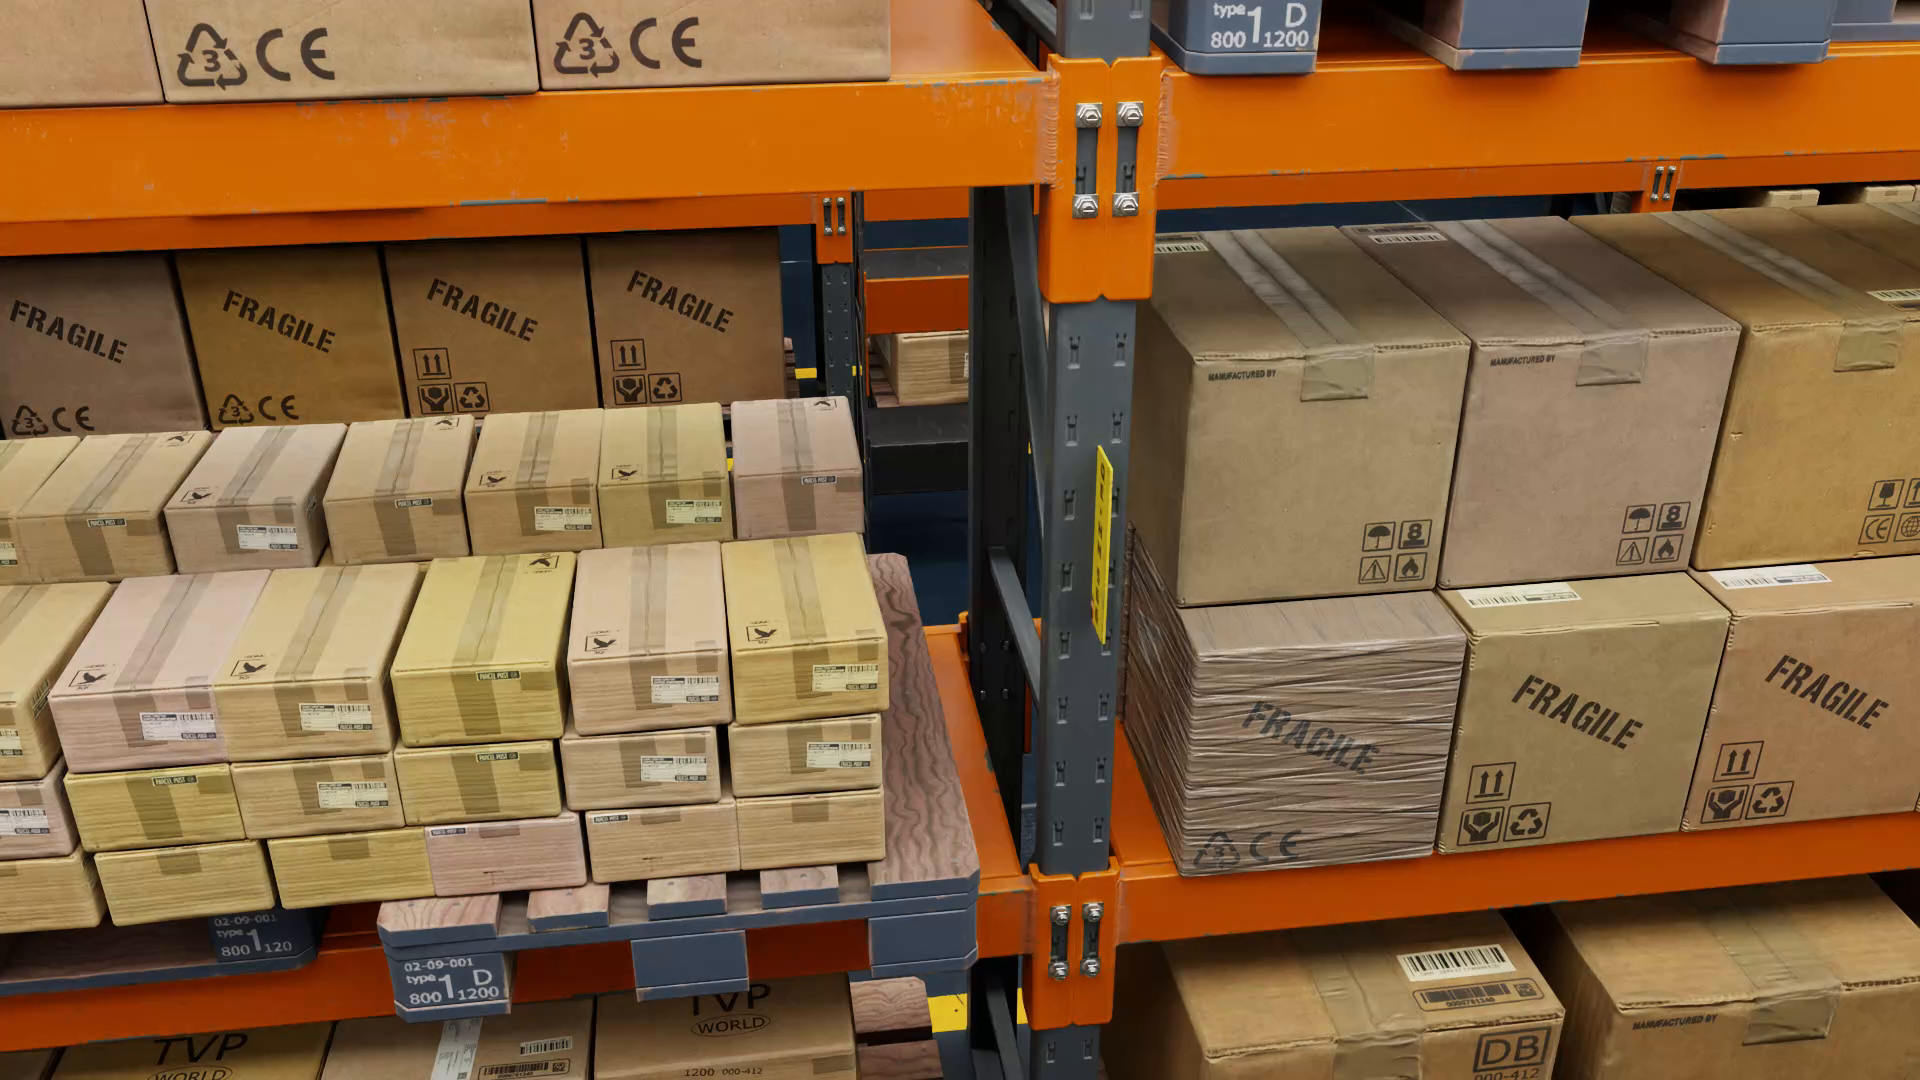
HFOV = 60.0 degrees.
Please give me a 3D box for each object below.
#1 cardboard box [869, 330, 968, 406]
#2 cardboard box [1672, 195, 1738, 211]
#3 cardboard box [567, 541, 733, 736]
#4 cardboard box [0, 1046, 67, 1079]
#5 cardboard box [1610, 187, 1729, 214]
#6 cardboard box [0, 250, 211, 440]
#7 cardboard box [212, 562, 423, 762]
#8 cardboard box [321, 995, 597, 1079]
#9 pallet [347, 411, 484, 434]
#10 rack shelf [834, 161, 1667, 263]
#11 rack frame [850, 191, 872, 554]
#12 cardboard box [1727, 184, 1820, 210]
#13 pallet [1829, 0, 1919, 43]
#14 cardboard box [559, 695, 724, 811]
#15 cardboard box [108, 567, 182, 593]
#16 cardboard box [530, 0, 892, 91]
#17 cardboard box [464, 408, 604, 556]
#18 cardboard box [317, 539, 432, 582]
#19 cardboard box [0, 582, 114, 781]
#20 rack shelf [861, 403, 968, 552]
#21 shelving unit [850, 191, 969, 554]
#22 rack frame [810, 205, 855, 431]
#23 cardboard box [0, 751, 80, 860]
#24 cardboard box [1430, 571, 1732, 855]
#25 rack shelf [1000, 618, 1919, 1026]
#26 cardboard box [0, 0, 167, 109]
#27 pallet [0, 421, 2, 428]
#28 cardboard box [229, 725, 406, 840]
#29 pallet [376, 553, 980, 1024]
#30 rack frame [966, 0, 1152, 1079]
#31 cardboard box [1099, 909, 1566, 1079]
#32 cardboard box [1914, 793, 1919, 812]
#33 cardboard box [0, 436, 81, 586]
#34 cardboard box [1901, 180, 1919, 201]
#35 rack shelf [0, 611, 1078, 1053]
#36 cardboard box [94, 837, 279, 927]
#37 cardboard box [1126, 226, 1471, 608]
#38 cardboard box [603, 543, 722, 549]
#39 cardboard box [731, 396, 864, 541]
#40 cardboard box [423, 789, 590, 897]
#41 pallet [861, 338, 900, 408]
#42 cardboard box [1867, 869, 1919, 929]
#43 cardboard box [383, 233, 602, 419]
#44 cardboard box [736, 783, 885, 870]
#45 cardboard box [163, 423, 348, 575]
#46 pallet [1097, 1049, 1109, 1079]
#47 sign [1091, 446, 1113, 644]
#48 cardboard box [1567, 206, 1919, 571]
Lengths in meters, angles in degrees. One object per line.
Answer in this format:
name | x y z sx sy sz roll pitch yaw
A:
cardboard box | -0.079 -1.035 8.401 0.625 0.372 0.950 -5 28 -11
cardboard box | 3.943 -1.453 8.527 0.500 0.500 0.500 -2 27 -5
cardboard box | -0.521 0.159 2.819 0.250 0.149 0.380 -4 27 -8
cardboard box | -2.010 1.098 3.281 0.500 0.250 0.500 -3 27 -5
cardboard box | 3.869 -1.697 9.002 0.500 0.500 0.500 -4 27 -8
cardboard box | -3.998 -1.049 7.876 0.875 0.875 0.875 -3 27 -6
cardboard box | -1.044 0.194 2.750 0.250 0.149 0.380 -3 27 -6
cardboard box | -0.990 1.036 3.402 0.500 0.250 0.500 -3 27 -6
pallet | -2.637 -0.653 8.292 1.213 0.211 1.003 -4 27 -7
rack shelf | 1.340 -1.793 8.248 4.000 0.370 1.077 -4 27 -7
rack frame | -0.406 -0.908 6.720 0.015 2.100 0.400 -4 27 -7
cardboard box | 4.075 -1.723 8.342 0.250 0.149 0.380 -3 27 -6
pallet | 1.887 -1.143 3.113 1.213 0.211 1.003 -2 27 -5
cardboard box | -0.540 0.293 2.883 0.250 0.149 0.380 -3 27 -5
cardboard box | -1.632 0.060 3.336 0.250 0.149 0.380 -4 27 -8
cardboard box | -0.381 -0.983 2.485 0.500 0.500 0.500 -4 27 -7
cardboard box | -0.844 -0.121 3.364 0.250 0.149 0.380 -4 27 -7
cardboard box | -1.139 0.030 3.394 0.250 0.149 0.380 -4 27 -7
cardboard box | -1.553 0.225 2.689 0.250 0.149 0.380 -2 27 -5
rack shelf | -0.164 -0.289 7.076 0.480 0.518 0.431 -4 27 -7
shelving unit | -0.164 -0.924 6.750 0.503 2.100 0.431 -4 27 -7
rack frame | -0.640 -1.986 7.835 0.127 3.000 1.000 -4 27 -7
cardboard box | -1.553 0.358 2.756 0.250 0.149 0.380 -3 27 -6
cardboard box | 1.135 0.260 3.347 0.500 0.500 0.500 -4 27 -8
rack shelf | 2.130 0.438 3.899 4.000 0.370 1.077 -4 27 -7
cardboard box | -1.370 -0.915 2.353 0.500 0.500 0.500 -4 27 -7
pallet | -5.365 -0.478 7.951 1.213 0.211 1.003 -4 27 -7
cardboard box | -1.048 0.326 2.818 0.250 0.149 0.380 -4 27 -7
pallet | -0.541 0.424 3.348 1.003 0.211 1.213 -4 27 -7
rack frame | 0.149 0.245 3.487 0.127 3.000 1.000 -4 27 -7
cardboard box | 0.765 1.061 3.901 0.750 0.750 1.050 -4 27 -8
cardboard box | 2.128 0.198 3.469 0.500 0.500 0.500 -4 27 -8
cardboard box | -1.884 -0.054 3.234 0.250 0.149 0.380 -4 27 -8
cardboard box | 4.850 -1.775 8.443 0.250 0.149 0.380 -2 27 -4
rack shelf | -1.831 0.692 3.403 4.000 0.370 1.077 -4 27 -7
cardboard box | -1.289 0.473 2.858 0.250 0.149 0.380 -5 28 -9
cardboard box | 0.595 -0.268 3.283 0.500 0.500 0.700 -4 27 -7
cardboard box | -0.626 -0.004 3.462 0.250 0.149 0.380 -2 27 -5
cardboard box | -0.340 -0.153 3.425 0.250 0.149 0.380 -4 27 -7
cardboard box | -0.776 0.441 2.921 0.250 0.149 0.380 -3 27 -6
pallet | 0.134 -0.795 8.568 1.213 0.211 1.003 -4 27 -7
cardboard box | 2.552 0.944 4.128 0.750 0.750 1.050 -4 27 -7
cardboard box | -2.220 -1.167 8.105 0.875 0.875 0.875 -3 27 -6
cardboard box | -0.275 0.409 2.982 0.250 0.149 0.380 -3 27 -6
cardboard box | -1.374 -0.086 3.296 0.250 0.149 0.380 -2 27 -5
pallet | 0.941 1.470 4.155 1.213 0.211 1.003 -4 27 -7
sign | 0.234 0.010 2.764 0.005 0.325 0.100 -4 27 -7
cardboard box | 1.604 -0.335 3.412 0.500 0.500 0.700 -4 27 -8
